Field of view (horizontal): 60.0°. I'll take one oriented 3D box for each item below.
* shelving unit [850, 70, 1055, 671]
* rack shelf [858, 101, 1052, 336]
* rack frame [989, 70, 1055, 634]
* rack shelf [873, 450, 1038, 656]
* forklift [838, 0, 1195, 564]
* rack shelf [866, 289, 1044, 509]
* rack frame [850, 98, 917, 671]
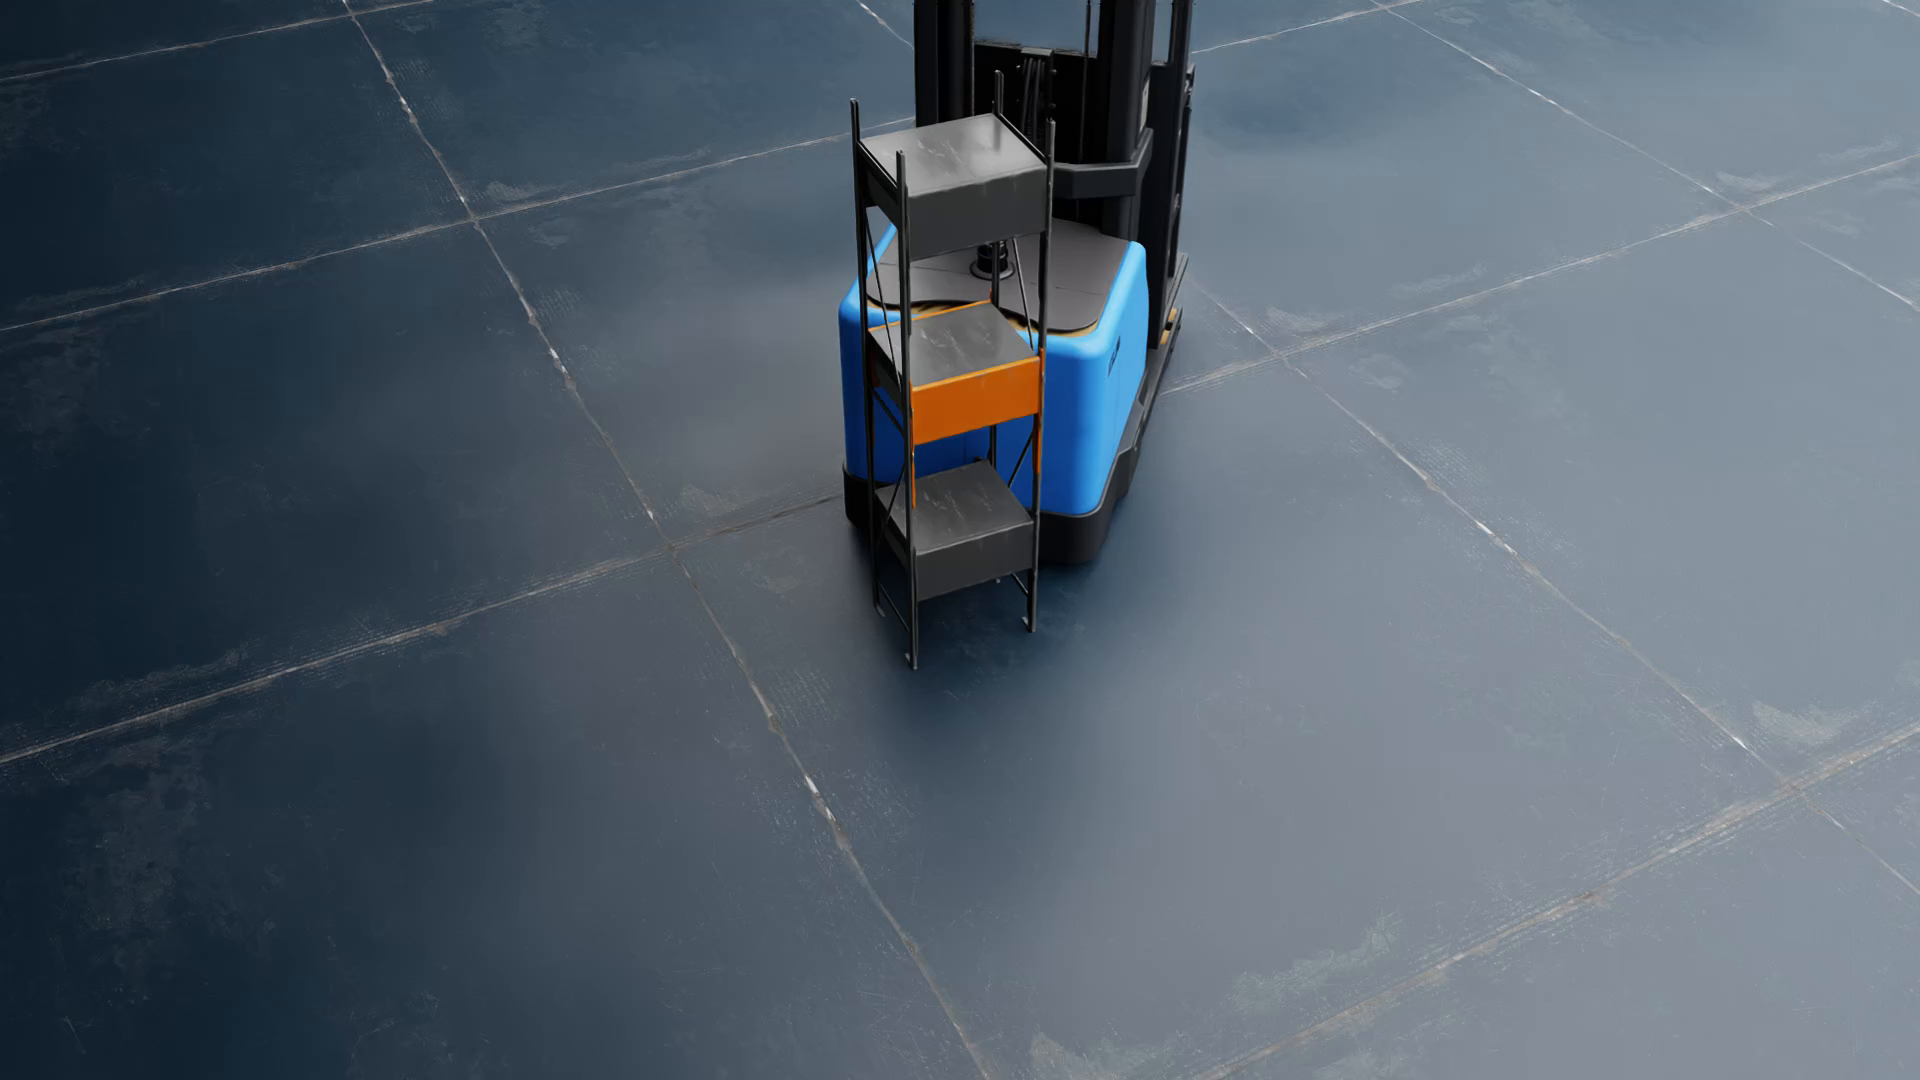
[{"bbox_3d":[-0.025,-0.499,5.715,0.503,2.100,0.431,-16,43,-18],"label":"shelving unit"},{"bbox_3d":[-0.025,-1.023,5.271,0.480,0.518,0.431,-16,43,-18],"label":"rack shelf"},{"bbox_3d":[0.198,-0.564,5.791,0.015,2.100,0.400,-16,43,-18],"label":"rack frame"},{"bbox_3d":[-0.025,0.045,6.176,0.480,0.518,0.431,-16,43,-18],"label":"rack shelf"},{"bbox_3d":[0.421,-1.985,6.827,1.130,2.935,3.031,10,41,12],"label":"forklift"},{"bbox_3d":[-0.025,-0.489,5.723,0.480,0.518,0.431,-16,43,-18],"label":"rack shelf"},{"bbox_3d":[-0.248,-0.435,5.638,0.015,2.100,0.400,-16,43,-18],"label":"rack frame"}]
